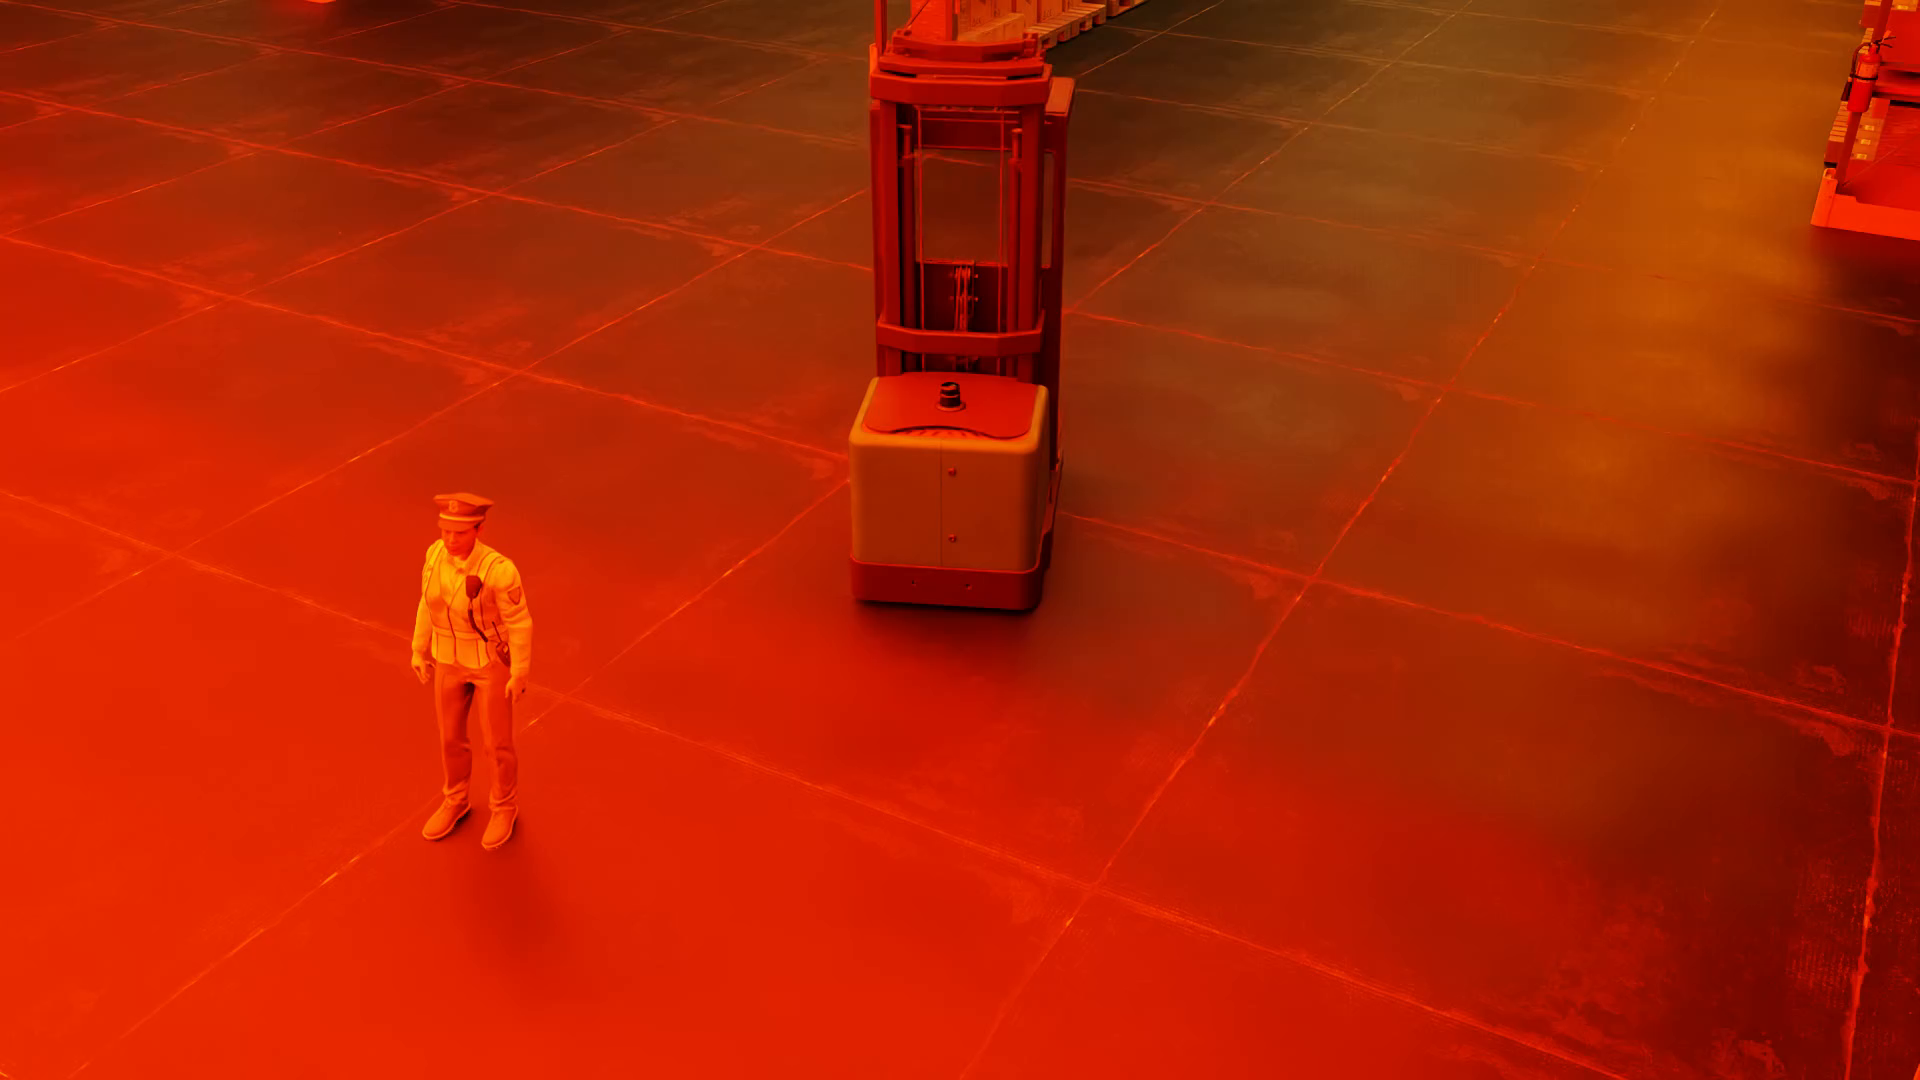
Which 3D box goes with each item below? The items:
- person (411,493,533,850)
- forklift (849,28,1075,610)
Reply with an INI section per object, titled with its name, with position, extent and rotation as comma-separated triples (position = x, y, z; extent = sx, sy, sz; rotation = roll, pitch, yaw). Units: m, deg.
[person]
position = -2.168, 0.571, 7.328
extent = 0.572, 1.708, 0.479
rotation = 10, 31, 16
[forklift]
position = 0.078, -1.596, 9.837
extent = 1.130, 2.935, 3.031
rotation = 3, 30, 6
